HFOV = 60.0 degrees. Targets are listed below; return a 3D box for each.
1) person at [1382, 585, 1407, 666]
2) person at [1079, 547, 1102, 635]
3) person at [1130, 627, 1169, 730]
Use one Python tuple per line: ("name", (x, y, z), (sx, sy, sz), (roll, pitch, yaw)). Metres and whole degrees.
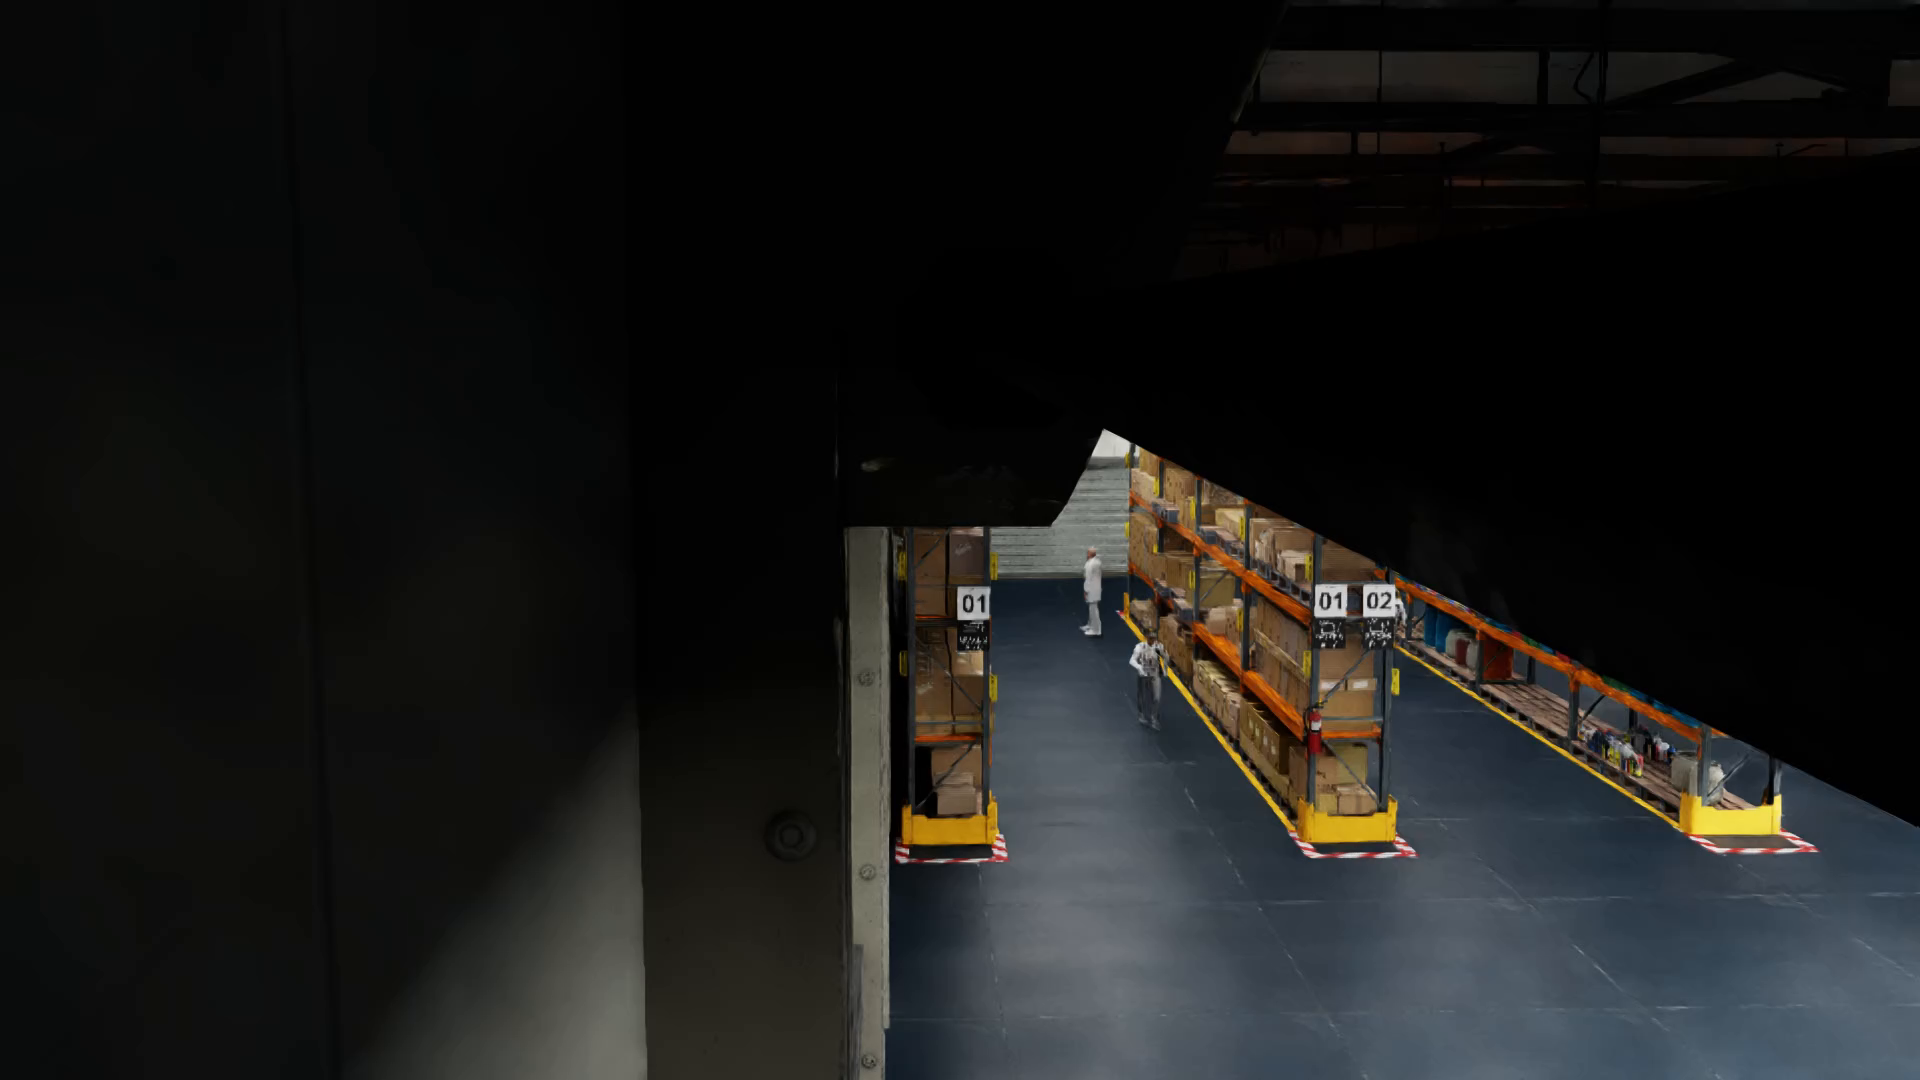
("person", (7.929, 1.596, 30.755), (0.635, 1.616, 0.831), (-1, 7, -7))
("person", (2.704, 1.031, 34.381), (0.594, 1.777, 0.655), (4, 8, 26))
("person", (3.014, 2.148, 26.454), (0.632, 1.619, 0.807), (0, 7, 3))
